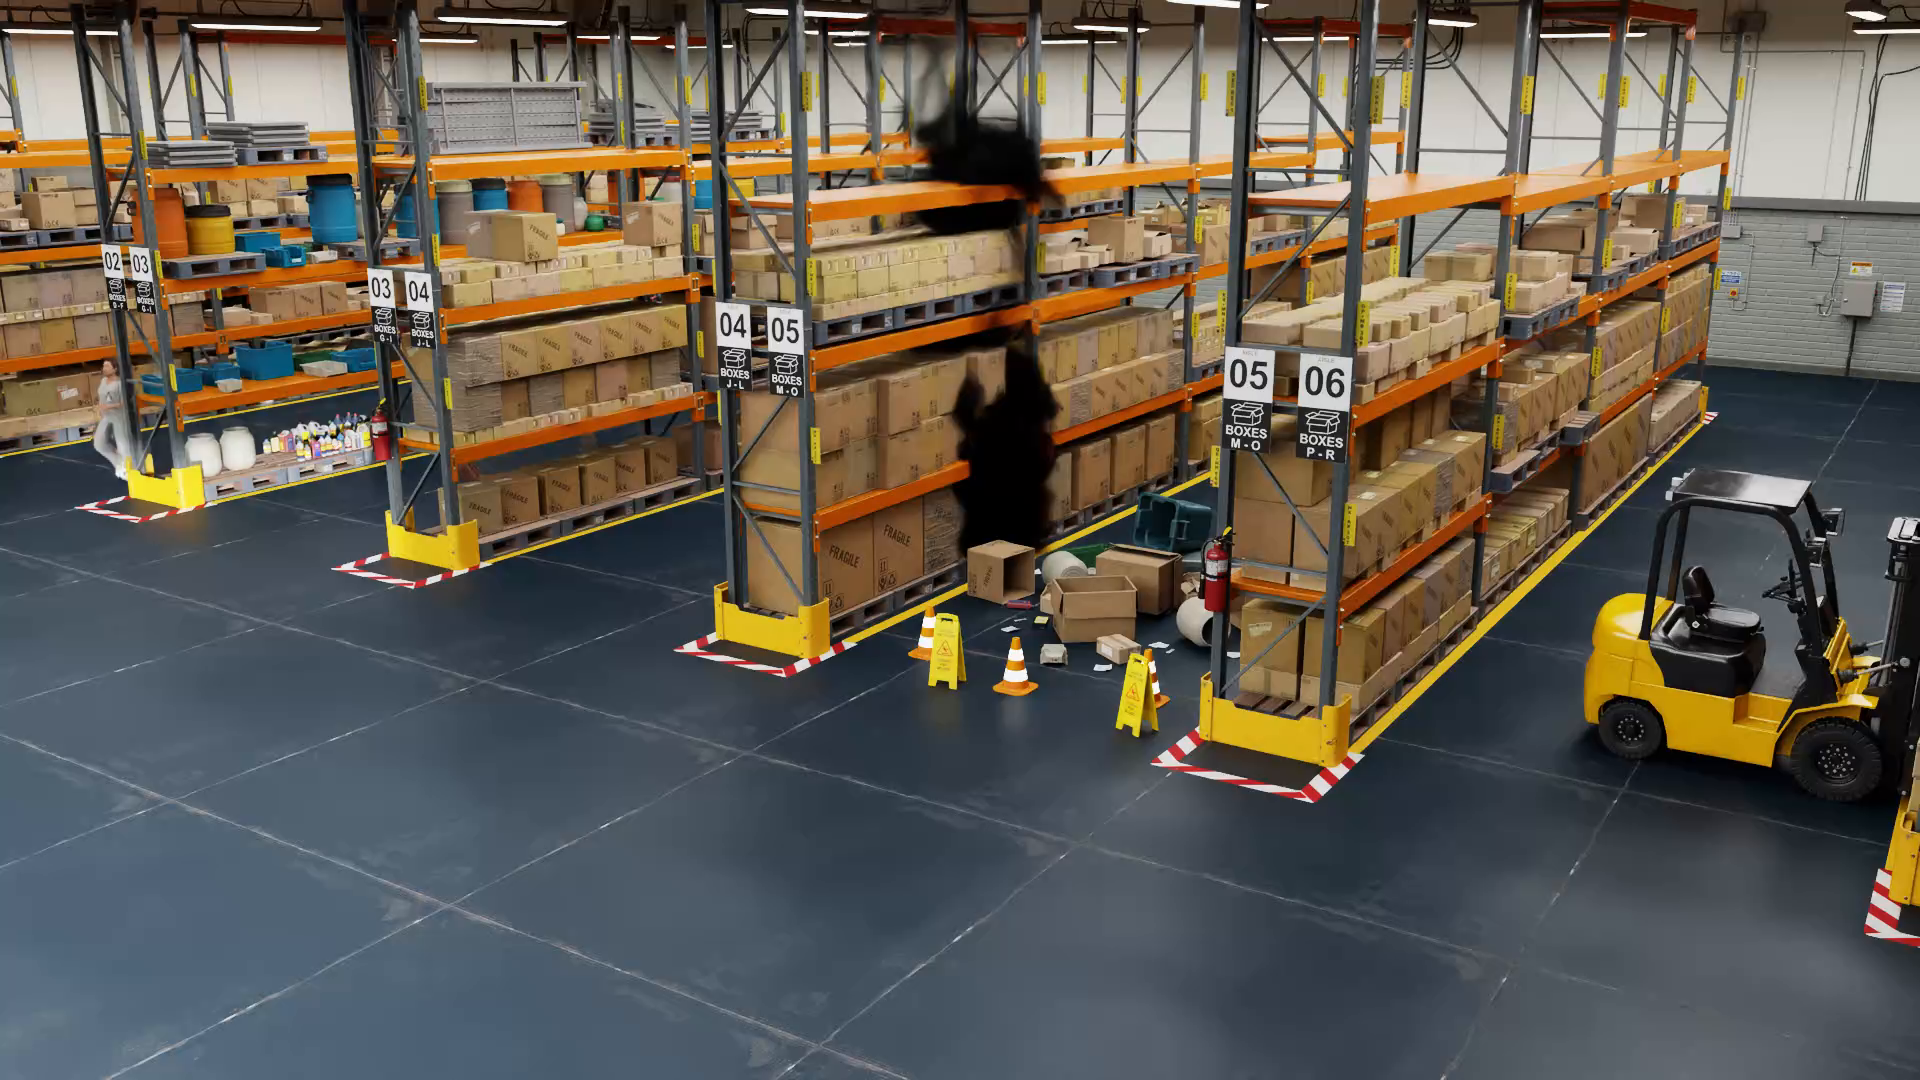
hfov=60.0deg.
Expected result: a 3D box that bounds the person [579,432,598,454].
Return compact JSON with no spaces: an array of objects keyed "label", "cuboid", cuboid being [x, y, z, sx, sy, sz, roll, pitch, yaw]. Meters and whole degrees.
[{"label":"person","cuboid":[-5.294,-1.971,23.190,0.677,1.795,0.741,8,17,26]}]

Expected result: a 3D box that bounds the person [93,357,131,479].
[{"label":"person","cuboid":[-11.096,-1.576,21.784,0.546,1.631,0.611,4,16,13]}]

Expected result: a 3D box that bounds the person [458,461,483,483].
[{"label":"person","cuboid":[-6.144,-1.252,20.648,0.576,1.659,0.635,10,19,32]}]
